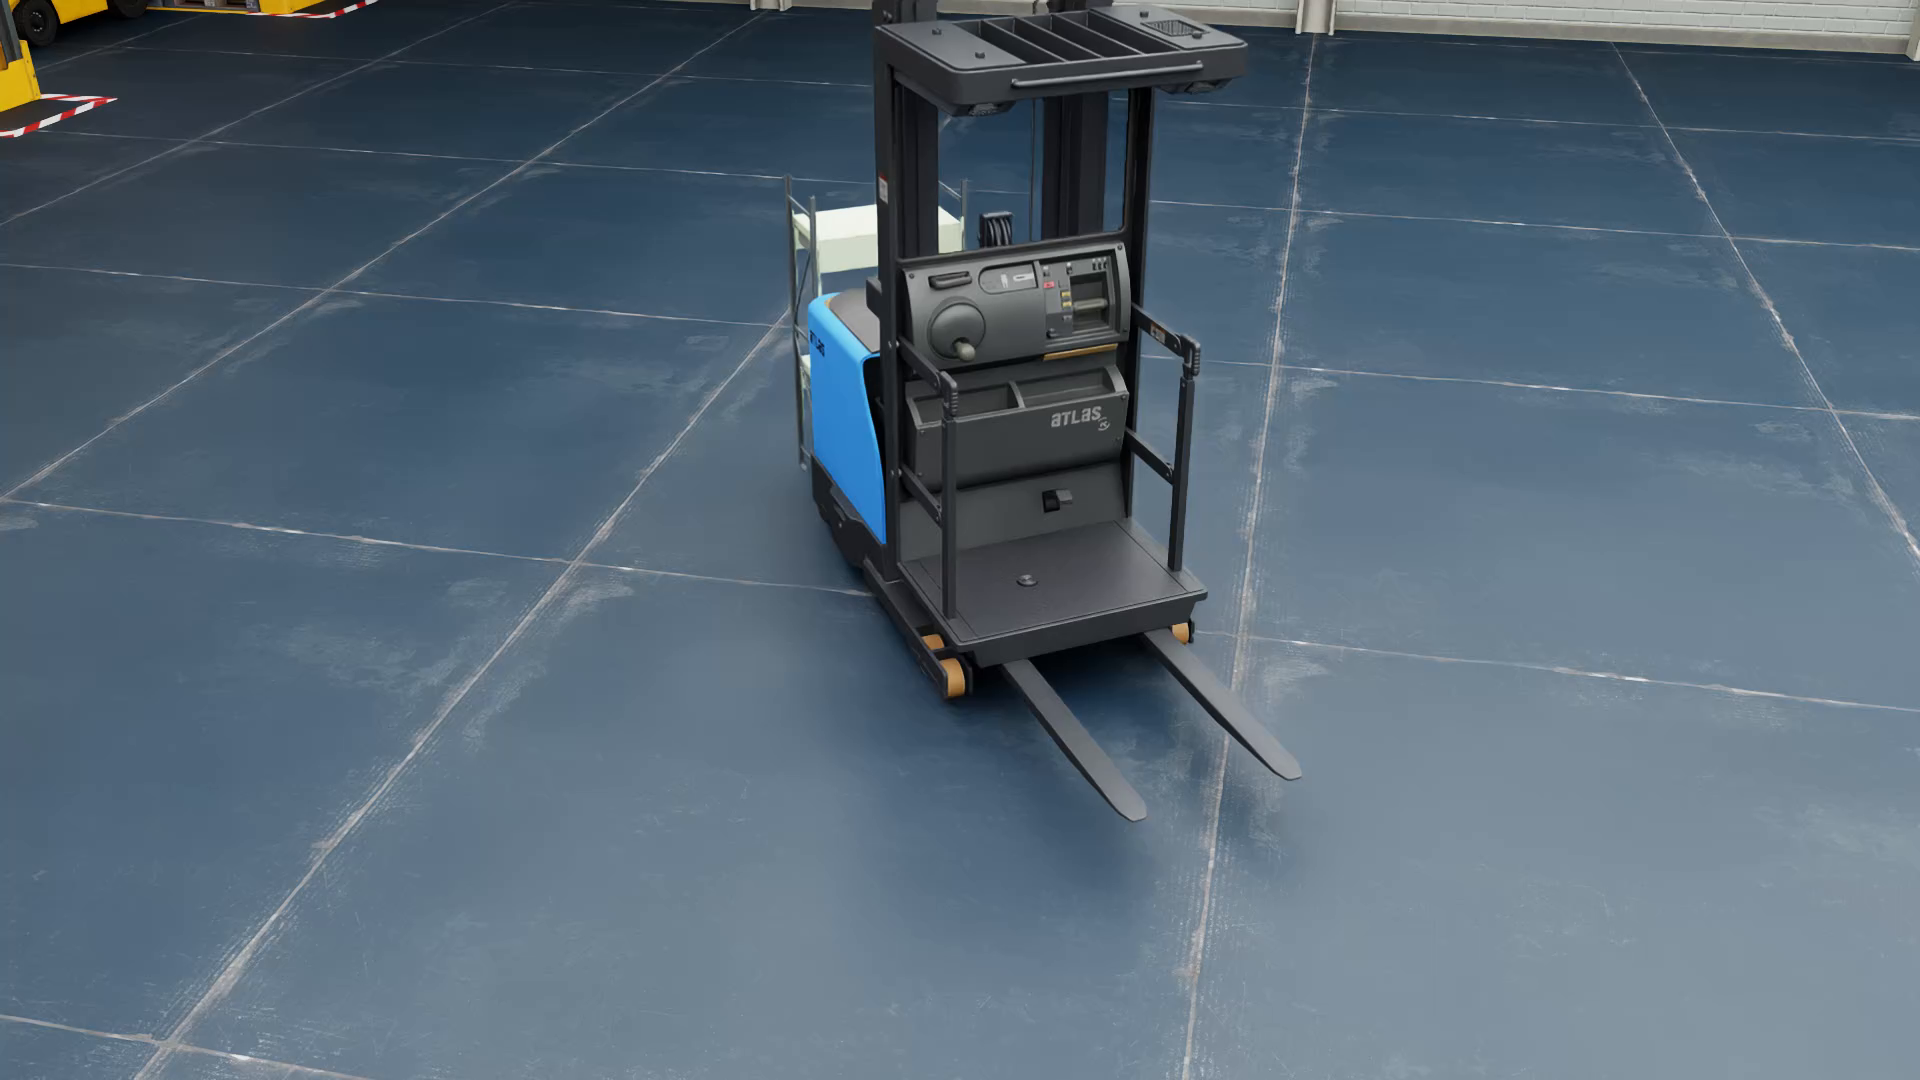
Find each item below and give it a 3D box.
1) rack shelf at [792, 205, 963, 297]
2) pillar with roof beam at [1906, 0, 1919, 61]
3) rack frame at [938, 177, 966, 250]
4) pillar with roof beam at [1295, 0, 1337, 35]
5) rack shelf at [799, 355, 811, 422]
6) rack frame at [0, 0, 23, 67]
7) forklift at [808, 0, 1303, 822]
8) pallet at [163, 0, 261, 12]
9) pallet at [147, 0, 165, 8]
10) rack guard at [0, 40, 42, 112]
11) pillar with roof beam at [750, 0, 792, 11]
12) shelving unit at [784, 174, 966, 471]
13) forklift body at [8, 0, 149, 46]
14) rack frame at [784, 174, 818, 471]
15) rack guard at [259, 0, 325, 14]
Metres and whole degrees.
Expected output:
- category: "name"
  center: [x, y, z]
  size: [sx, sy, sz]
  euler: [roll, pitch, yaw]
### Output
- category: "rack shelf"
  center: [-0.395, -1.368, 7.873]
  size: [0.720, 0.370, 0.431]
  euler: [-11, 31, -20]
- category: "pillar with roof beam"
  center: [8.719, -6.703, 10.622]
  size: [0.400, 9.000, 9.100]
  euler: [6, 29, 11]
- category: "rack frame"
  center: [-0.057, -1.093, 8.184]
  size: [0.023, 1.500, 0.400]
  euler: [-11, 31, -20]
- category: "pillar with roof beam"
  center: [2.851, -7.304, 11.721]
  size: [0.400, 9.000, 9.100]
  euler: [6, 29, 11]
- category: "rack shelf"
  center: [-0.395, -0.739, 8.217]
  size: [0.720, 0.370, 0.431]
  euler: [-11, 31, -20]
- category: "rack frame"
  center: [-8.526, -5.073, 13.894]
  size: [0.127, 3.000, 1.000]
  euler: [6, 29, 11]
- category: "forklift"
  center: [0.316, -0.882, 6.310]
  size: [1.130, 2.935, 3.031]
  euler: [-11, 31, -19]
- category: "pallet"
  center: [-8.249, -6.239, 18.926]
  size: [1.213, 0.211, 1.003]
  euler: [6, 29, 11]
- category: "pallet"
  center: [-9.439, -6.362, 19.151]
  size: [1.213, 0.211, 1.003]
  euler: [6, 29, 11]
- category: "rack guard"
  center: [-8.600, -3.985, 14.508]
  size: [0.348, 0.500, 1.175]
  euler: [6, 29, 11]
- category: "pillar with roof beam"
  center: [-3.017, -7.906, 12.820]
  size: [0.400, 9.000, 9.100]
  euler: [6, 29, 11]
- category: "shelving unit"
  center: [-0.395, -1.025, 8.061]
  size: [0.755, 1.500, 0.431]
  euler: [-11, 31, -20]
- category: "forklift body"
  center: [-9.728, -6.366, 17.138]
  size: [1.214, 2.155, 2.313]
  euler: [6, 29, 11]
- category: "rack frame"
  center: [-0.733, -0.958, 7.937]
  size: [0.023, 1.500, 0.400]
  euler: [-11, 31, -20]
- category: "rack guard"
  center: [-7.469, -6.306, 18.748]
  size: [0.348, 0.500, 1.175]
  euler: [6, 29, 11]
